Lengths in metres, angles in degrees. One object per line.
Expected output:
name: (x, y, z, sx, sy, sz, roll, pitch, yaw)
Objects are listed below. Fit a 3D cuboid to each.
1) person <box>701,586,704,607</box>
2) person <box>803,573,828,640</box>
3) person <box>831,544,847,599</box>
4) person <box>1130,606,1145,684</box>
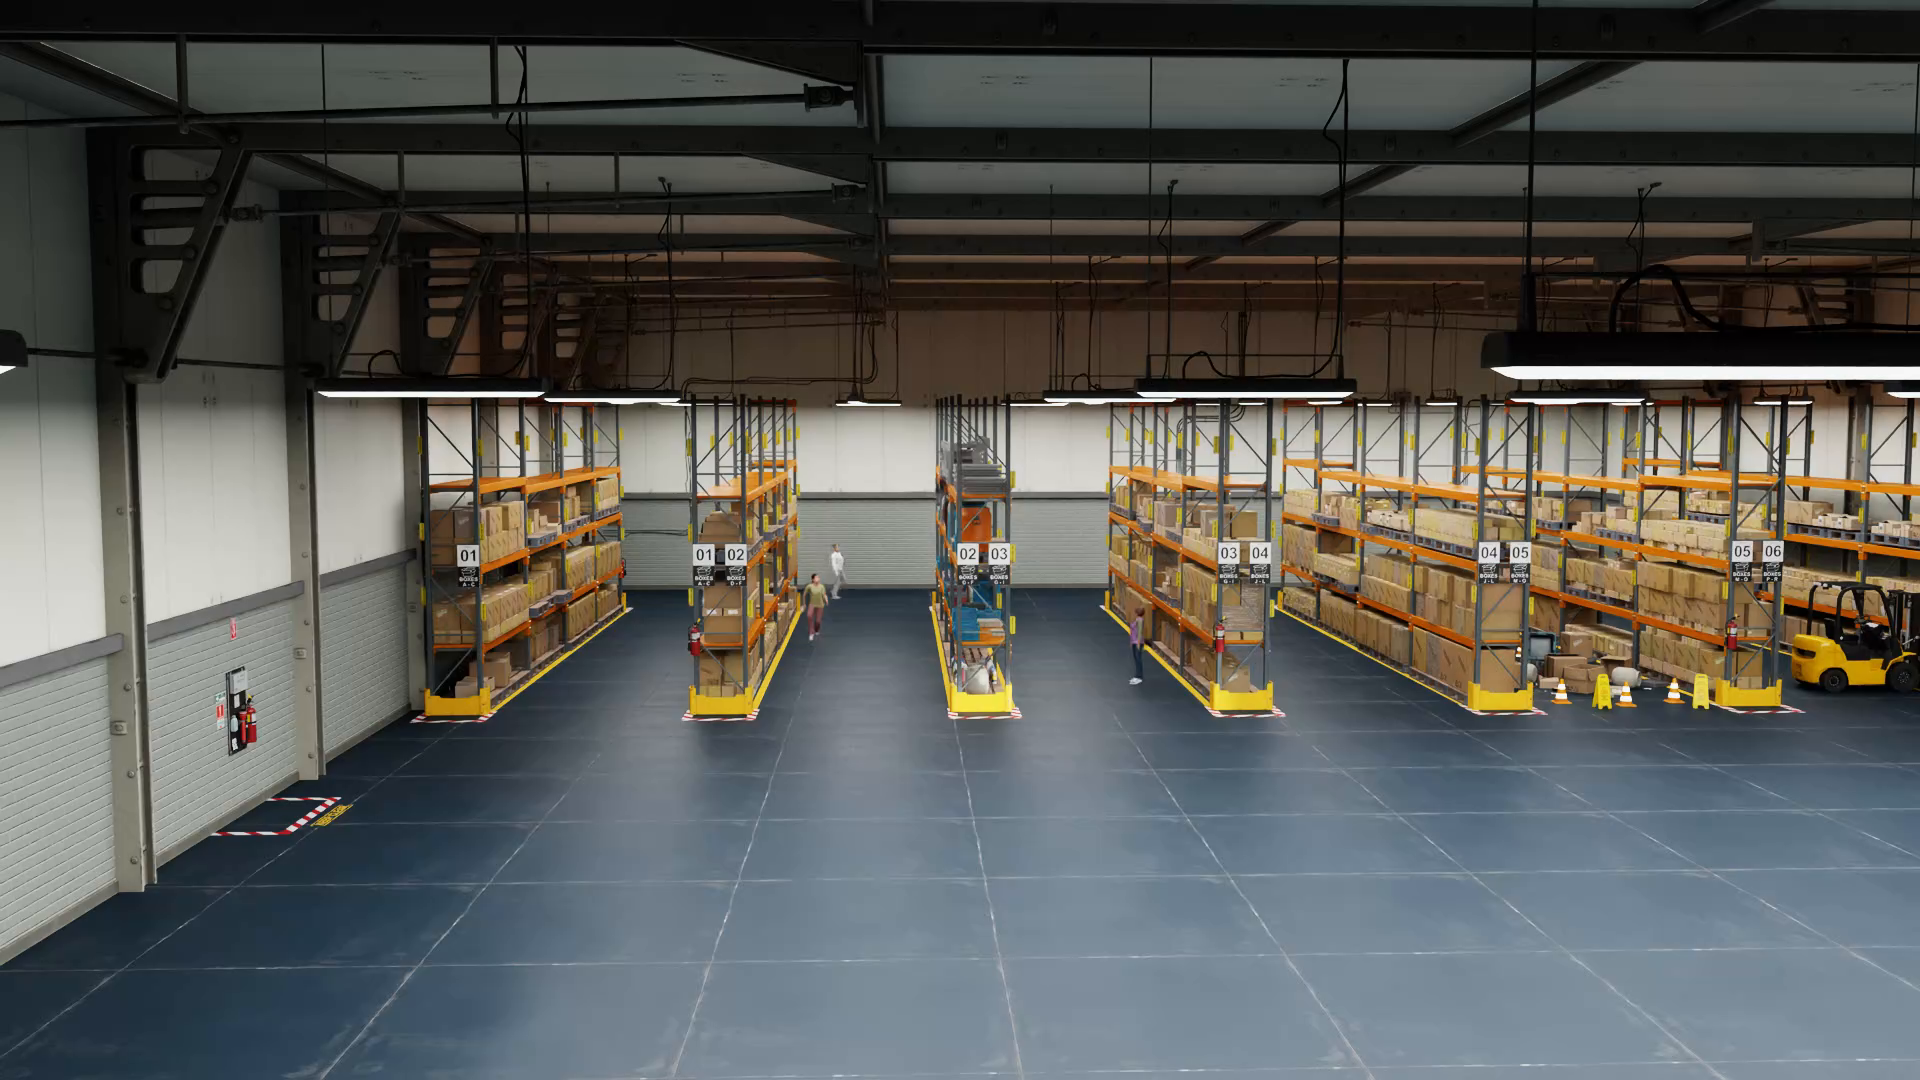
person: (-7.085, 1.145, 46.916, 0.465, 1.799, 0.592, 1, 5, 16)
person: (-3.455, 1.568, 39.803, 0.625, 1.560, 0.972, 0, 4, -2)
person: (-3.645, 0.939, 49.947, 0.432, 1.675, 0.504, 1, 5, 7)
person: (3.693, 2.189, 34.818, 0.377, 1.608, 0.506, -1, 5, -8)
